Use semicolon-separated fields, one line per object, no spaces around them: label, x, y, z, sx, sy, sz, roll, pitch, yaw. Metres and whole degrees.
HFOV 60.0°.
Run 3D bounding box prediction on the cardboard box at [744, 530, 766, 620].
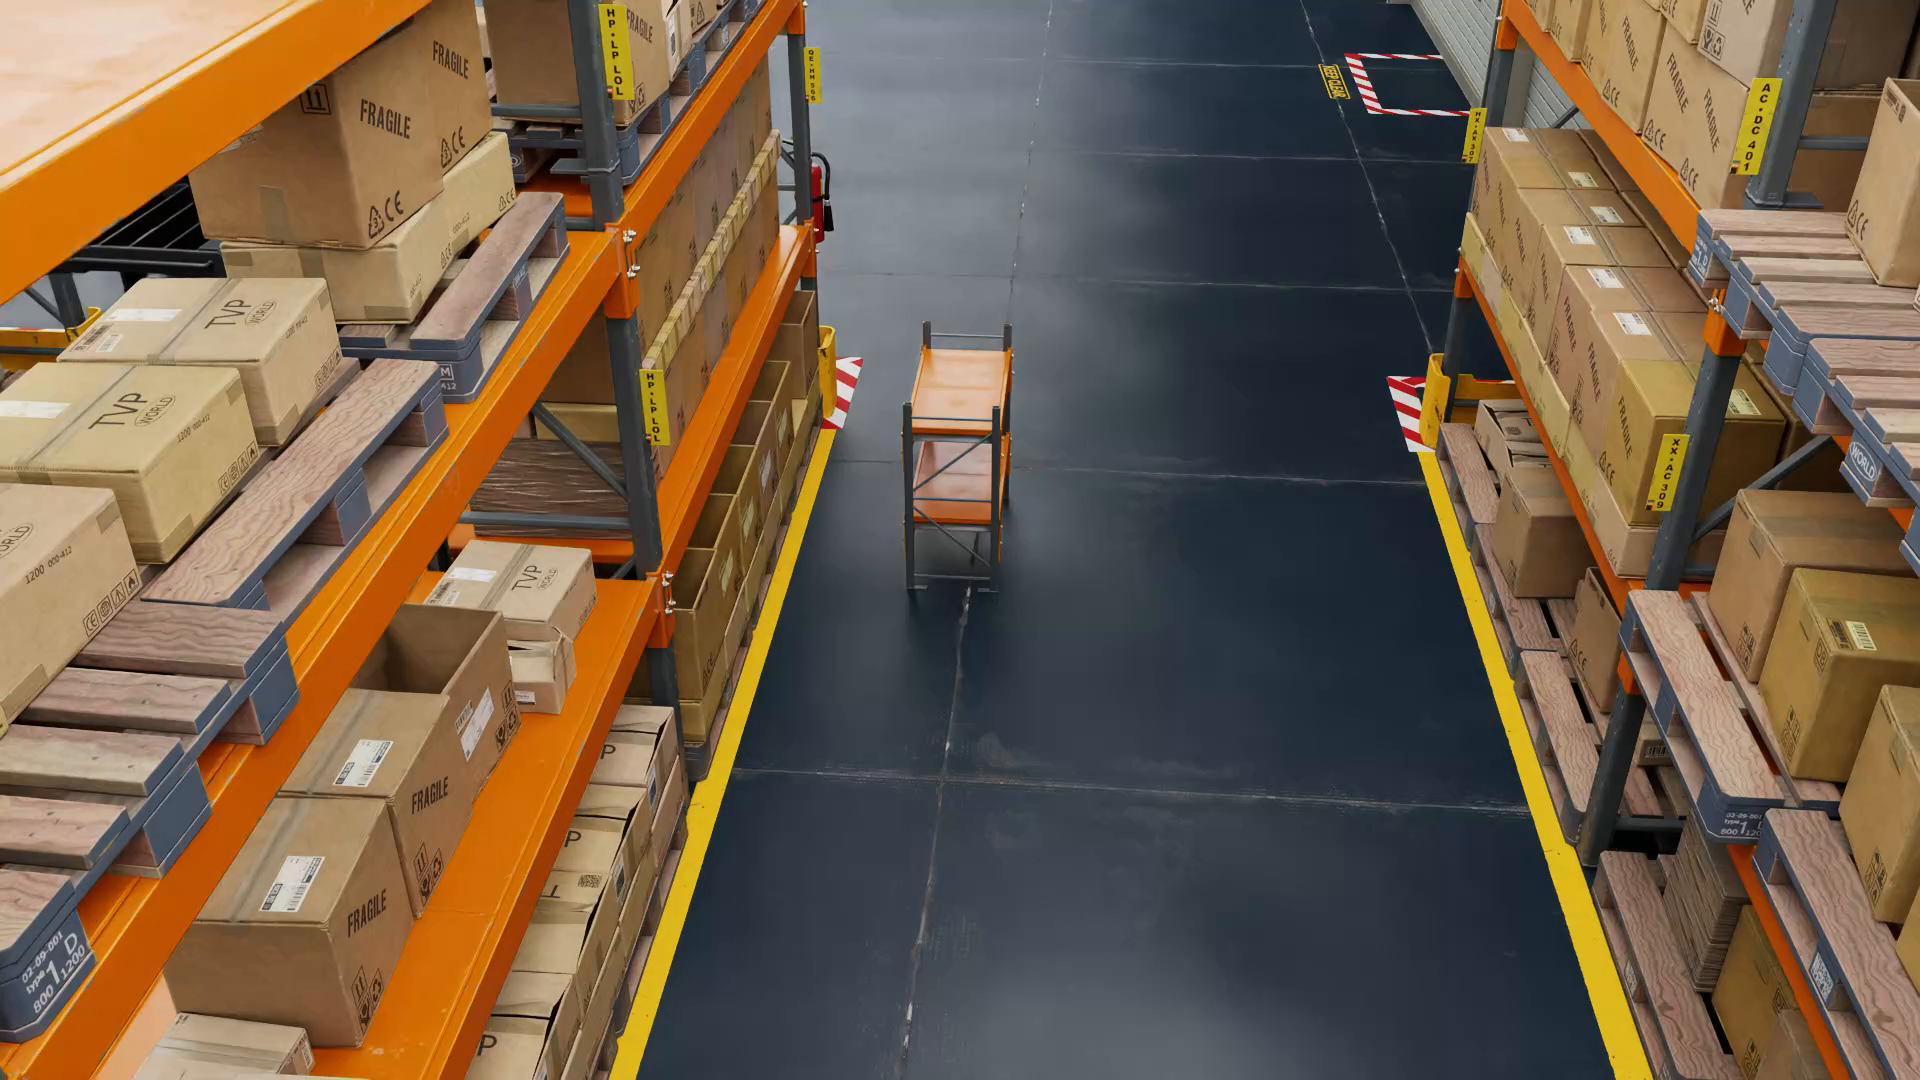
cardboard box;-1.301;0.166;8.622;0.500;0.250;0.500;2;32;4

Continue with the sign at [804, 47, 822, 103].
sign;-0.868;-2.728;9.769;0.100;0.325;0.005;2;32;4

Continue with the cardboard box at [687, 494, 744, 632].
cardboard box;-1.350;0.108;8.001;0.500;0.500;0.500;2;32;4

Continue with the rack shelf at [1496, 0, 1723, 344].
rack shelf;3.367;-1.880;7.549;1.077;0.370;4.000;2;32;4

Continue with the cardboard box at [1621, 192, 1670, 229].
cardboard box;3.615;-1.430;8.401;0.500;0.500;0.500;2;32;3

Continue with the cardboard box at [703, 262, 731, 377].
cardboard box;-1.581;-1.154;8.449;0.700;0.500;0.500;3;32;5

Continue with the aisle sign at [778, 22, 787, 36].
aisle sign;-1.109;-3.294;9.538;0.394;0.787;0.004;2;32;4

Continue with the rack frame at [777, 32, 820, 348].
rack frame;-1.407;-2.165;10.184;1.000;3.000;0.127;2;32;4

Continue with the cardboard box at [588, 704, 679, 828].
cardboard box;-1.480;0.904;6.891;0.500;0.311;0.500;2;32;4

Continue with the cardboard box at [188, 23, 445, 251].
cardboard box;-1.846;-1.165;4.730;0.500;0.500;0.500;5;32;9

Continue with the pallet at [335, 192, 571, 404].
pallet;-1.792;-0.807;5.304;0.805;0.209;1.217;1;32;2

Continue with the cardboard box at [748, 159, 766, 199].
cardboard box;-1.289;-2.005;9.211;0.380;0.149;0.250;2;32;3

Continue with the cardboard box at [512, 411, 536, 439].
cardboard box;-1.924;-0.544;6.840;0.380;0.149;0.250;2;32;4

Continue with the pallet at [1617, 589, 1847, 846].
pallet;2.997;0.611;5.862;1.003;0.211;1.213;2;32;4

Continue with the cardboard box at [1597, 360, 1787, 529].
cardboard box;2.935;-0.388;6.710;0.500;0.500;0.500;2;32;4

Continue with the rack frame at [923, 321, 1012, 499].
rack frame;0.041;-0.741;9.661;0.500;1.125;0.032;2;32;4

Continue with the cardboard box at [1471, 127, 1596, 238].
cardboard box;3.192;-1.983;9.297;0.500;0.500;0.500;2;32;4

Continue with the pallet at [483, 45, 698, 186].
pallet;-1.689;-1.760;6.752;1.003;0.211;1.213;2;32;4

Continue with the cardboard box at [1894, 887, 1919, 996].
cardboard box;2.987;1.099;4.373;0.700;0.500;0.500;2;32;4

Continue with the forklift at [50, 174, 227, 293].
forklift;-3.286;-0.541;7.615;1.130;2.935;3.031;4;32;6

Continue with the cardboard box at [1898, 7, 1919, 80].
cardboard box;3.529;-1.862;5.765;0.500;0.500;0.500;3;32;5

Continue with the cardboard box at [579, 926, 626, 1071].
cardboard box;-1.562;1.680;6.166;0.500;0.250;0.500;3;32;5

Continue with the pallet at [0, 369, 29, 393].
pallet;-6.375;-0.725;10.506;1.003;0.211;1.213;2;32;4

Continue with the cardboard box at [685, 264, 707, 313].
cardboard box;-1.417;-1.198;7.902;0.380;0.149;0.250;2;32;3

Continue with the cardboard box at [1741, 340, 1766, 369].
cardboard box;3.497;-0.635;7.111;0.500;0.500;0.500;2;32;4

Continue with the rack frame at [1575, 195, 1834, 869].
rack frame;3.205;0.136;6.450;1.000;3.000;0.127;2;32;4

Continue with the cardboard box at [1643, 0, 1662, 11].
cardboard box;3.041;-2.452;6.723;0.500;0.500;0.500;1;32;2

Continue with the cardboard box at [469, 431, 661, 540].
cardboard box;-1.703;-0.348;7.141;0.700;0.500;0.500;2;32;3

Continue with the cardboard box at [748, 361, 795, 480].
cardboard box;-1.221;-0.676;9.274;0.500;0.500;0.500;2;32;4

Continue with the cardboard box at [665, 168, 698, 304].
cardboard box;-1.622;-1.427;7.654;0.700;0.500;0.500;2;32;4

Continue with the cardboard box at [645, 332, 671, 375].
cardboard box;-1.478;-0.791;7.241;0.380;0.149;0.250;2;32;3

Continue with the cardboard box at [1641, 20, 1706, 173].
cardboard box;3.053;-1.730;6.506;0.500;0.500;0.500;0;32;0

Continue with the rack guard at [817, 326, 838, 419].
rack guard;-1.405;-1.113;10.861;1.175;0.500;0.348;2;32;4

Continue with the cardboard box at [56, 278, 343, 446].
cardboard box;-1.950;-0.468;4.315;0.500;0.250;0.500;0;32;0

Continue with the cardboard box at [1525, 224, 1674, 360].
cardboard box;3.063;-1.184;8.002;0.500;0.500;0.500;3;32;6

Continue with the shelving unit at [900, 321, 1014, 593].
shelving unit;-0.001;-0.475;9.229;0.538;1.125;1.048;2;32;4

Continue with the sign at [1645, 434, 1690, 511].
sign;2.663;-0.252;6.254;0.100;0.325;0.005;2;32;4

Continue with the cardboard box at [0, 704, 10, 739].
cardboard box;-2.078;0.387;2.928;0.500;0.250;0.500;0;32;0

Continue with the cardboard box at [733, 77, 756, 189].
cardboard box;-1.500;-2.213;8.931;0.700;0.500;0.500;2;32;3

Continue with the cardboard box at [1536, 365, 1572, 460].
cardboard box;3.015;-0.593;7.757;0.500;0.250;0.500;2;32;4

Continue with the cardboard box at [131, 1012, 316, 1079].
cardboard box;-2.011;1.456;4.548;0.380;0.149;0.250;5;32;8

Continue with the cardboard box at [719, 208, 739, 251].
cardboard box;-1.352;-1.599;8.552;0.380;0.149;0.250;3;32;5

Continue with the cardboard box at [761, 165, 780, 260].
cardboard box;-1.458;-1.964;9.763;0.700;0.500;0.500;2;32;4

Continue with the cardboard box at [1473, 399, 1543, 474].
cardboard box;3.384;-0.640;9.853;0.500;0.311;0.500;-1;32;-2

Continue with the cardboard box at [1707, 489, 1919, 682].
cardboard box;3.129;0.171;5.879;0.700;0.500;0.500;3;32;4

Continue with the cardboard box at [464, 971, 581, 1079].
cardboard box;-1.604;1.699;5.600;0.500;0.311;0.500;2;32;3

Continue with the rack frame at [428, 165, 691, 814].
rack frame;-1.733;-0.073;6.790;1.000;3.000;0.127;2;32;4

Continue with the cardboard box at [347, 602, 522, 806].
cardboard box;-1.855;0.560;5.667;0.500;0.500;0.500;5;32;8

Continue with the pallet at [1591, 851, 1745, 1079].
pallet;3.143;1.730;6.521;1.003;0.211;1.213;2;32;4

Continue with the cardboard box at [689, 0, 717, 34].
cardboard box;-1.473;-2.489;7.218;0.797;0.503;0.637;6;32;9

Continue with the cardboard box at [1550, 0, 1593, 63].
cardboard box;3.136;-2.568;7.865;0.500;0.500;0.500;4;32;6

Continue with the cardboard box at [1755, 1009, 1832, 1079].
cardboard box;3.087;1.936;5.493;0.700;0.500;0.500;3;32;5

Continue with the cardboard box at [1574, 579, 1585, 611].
cardboard box;3.355;0.327;8.438;0.380;0.149;0.250;0;32;0

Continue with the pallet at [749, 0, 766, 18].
pallet;-1.491;-3.036;8.822;1.003;0.211;1.213;2;32;4

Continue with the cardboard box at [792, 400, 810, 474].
cardboard box;-1.185;-0.618;9.895;0.500;0.250;0.500;2;32;4

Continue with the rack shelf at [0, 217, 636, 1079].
rack shelf;-1.896;0.002;4.495;1.077;0.370;4.000;2;32;4

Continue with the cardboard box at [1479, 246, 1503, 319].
cardboard box;3.146;-1.386;9.045;0.500;0.250;0.500;2;32;2

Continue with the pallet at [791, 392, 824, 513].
pallet;-1.428;-0.576;10.264;1.003;0.211;1.213;2;32;4
